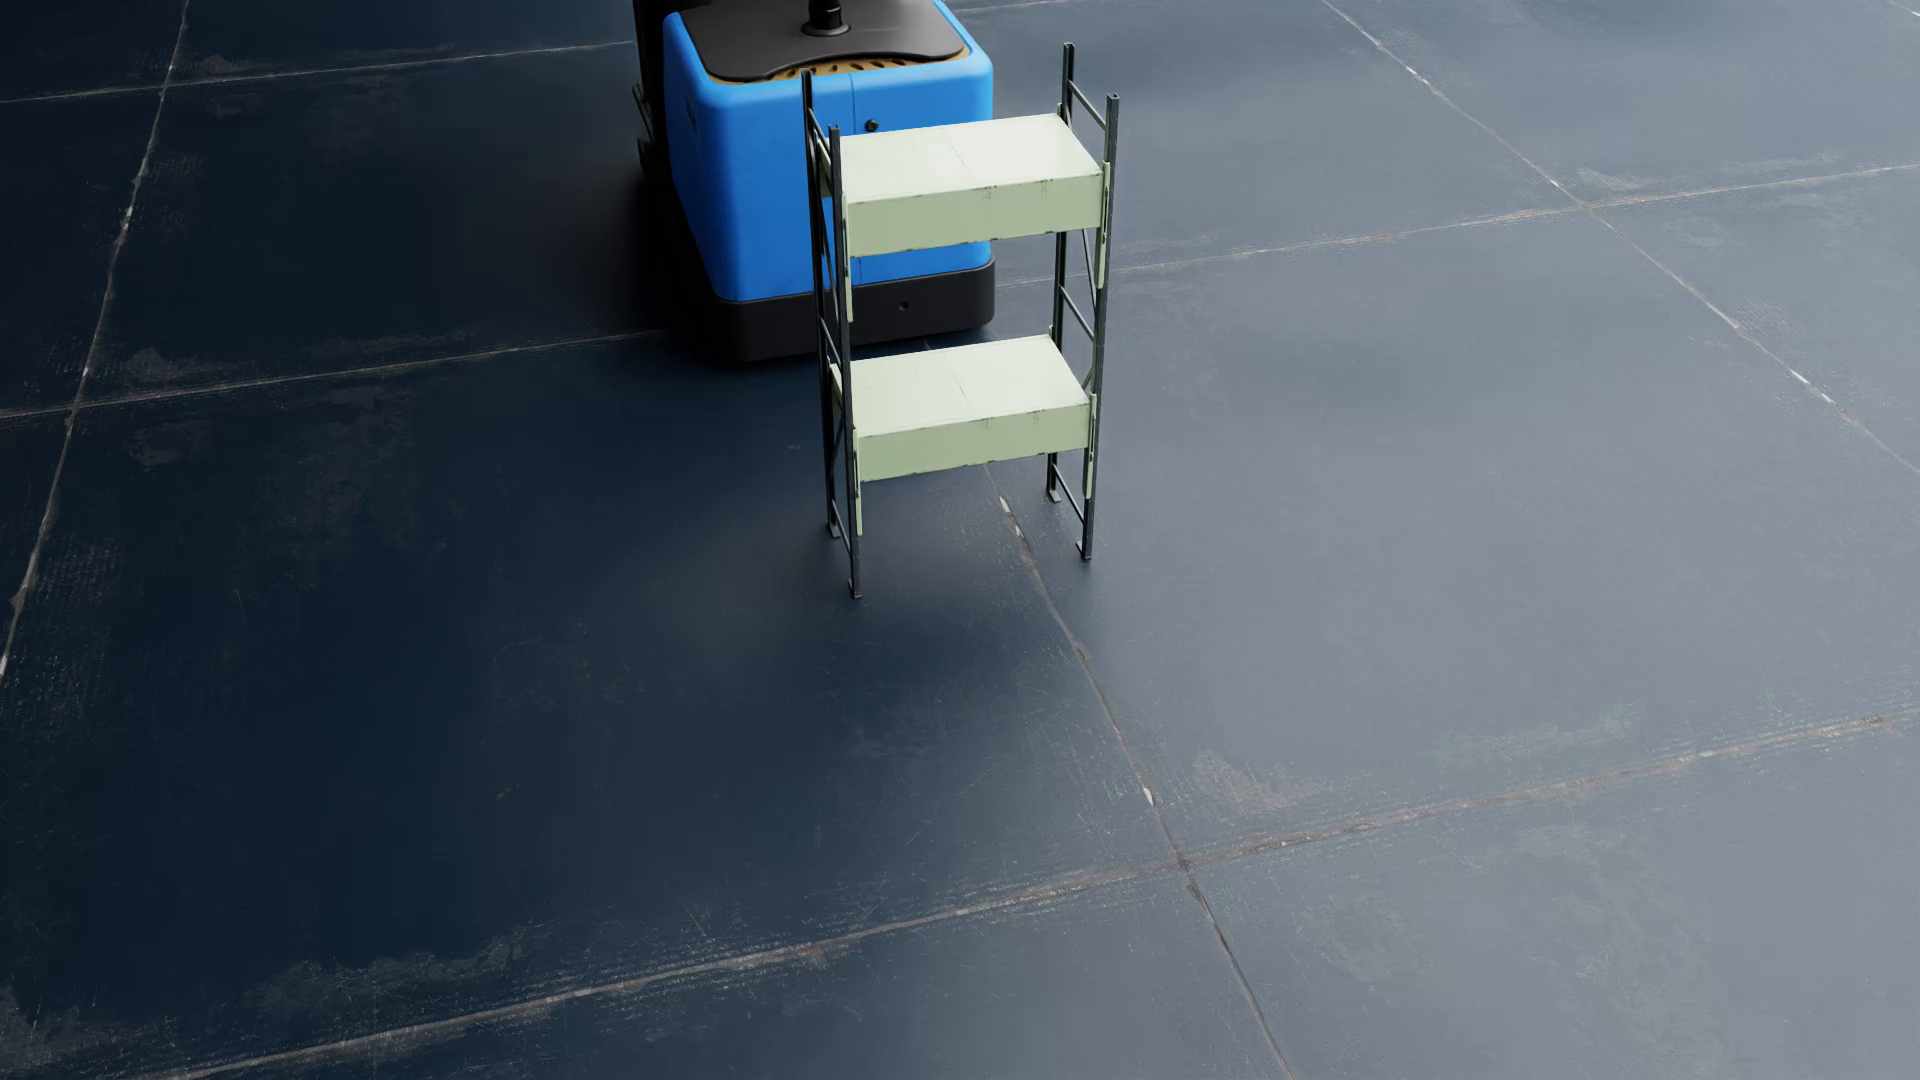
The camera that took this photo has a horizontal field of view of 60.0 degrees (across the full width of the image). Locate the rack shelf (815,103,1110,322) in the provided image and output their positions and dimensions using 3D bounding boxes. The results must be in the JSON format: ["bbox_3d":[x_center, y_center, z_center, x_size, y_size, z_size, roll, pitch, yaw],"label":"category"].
[{"bbox_3d":[-0.006,-0.905,4.556,0.720,0.370,0.431,-9,38,-12],"label":"rack shelf"}]

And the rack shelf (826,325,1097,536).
[{"bbox_3d":[-0.006,-0.336,4.991,0.720,0.370,0.431,-9,38,-12],"label":"rack shelf"}]

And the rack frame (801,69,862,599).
[{"bbox_3d":[-0.360,-0.537,4.717,0.023,1.500,0.400,-9,38,-12],"label":"rack frame"}]

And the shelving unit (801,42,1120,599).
[{"bbox_3d":[-0.006,-0.595,4.793,0.755,1.500,0.431,-9,38,-12],"label":"shelving unit"}]

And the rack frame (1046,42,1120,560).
[{"bbox_3d":[0.347,-0.653,4.869,0.023,1.500,0.400,-9,38,-12],"label":"rack frame"}]

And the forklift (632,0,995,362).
[{"bbox_3d":[-0.783,-2.701,6.368,1.130,2.935,3.031,-10,39,-13],"label":"forklift"}]
